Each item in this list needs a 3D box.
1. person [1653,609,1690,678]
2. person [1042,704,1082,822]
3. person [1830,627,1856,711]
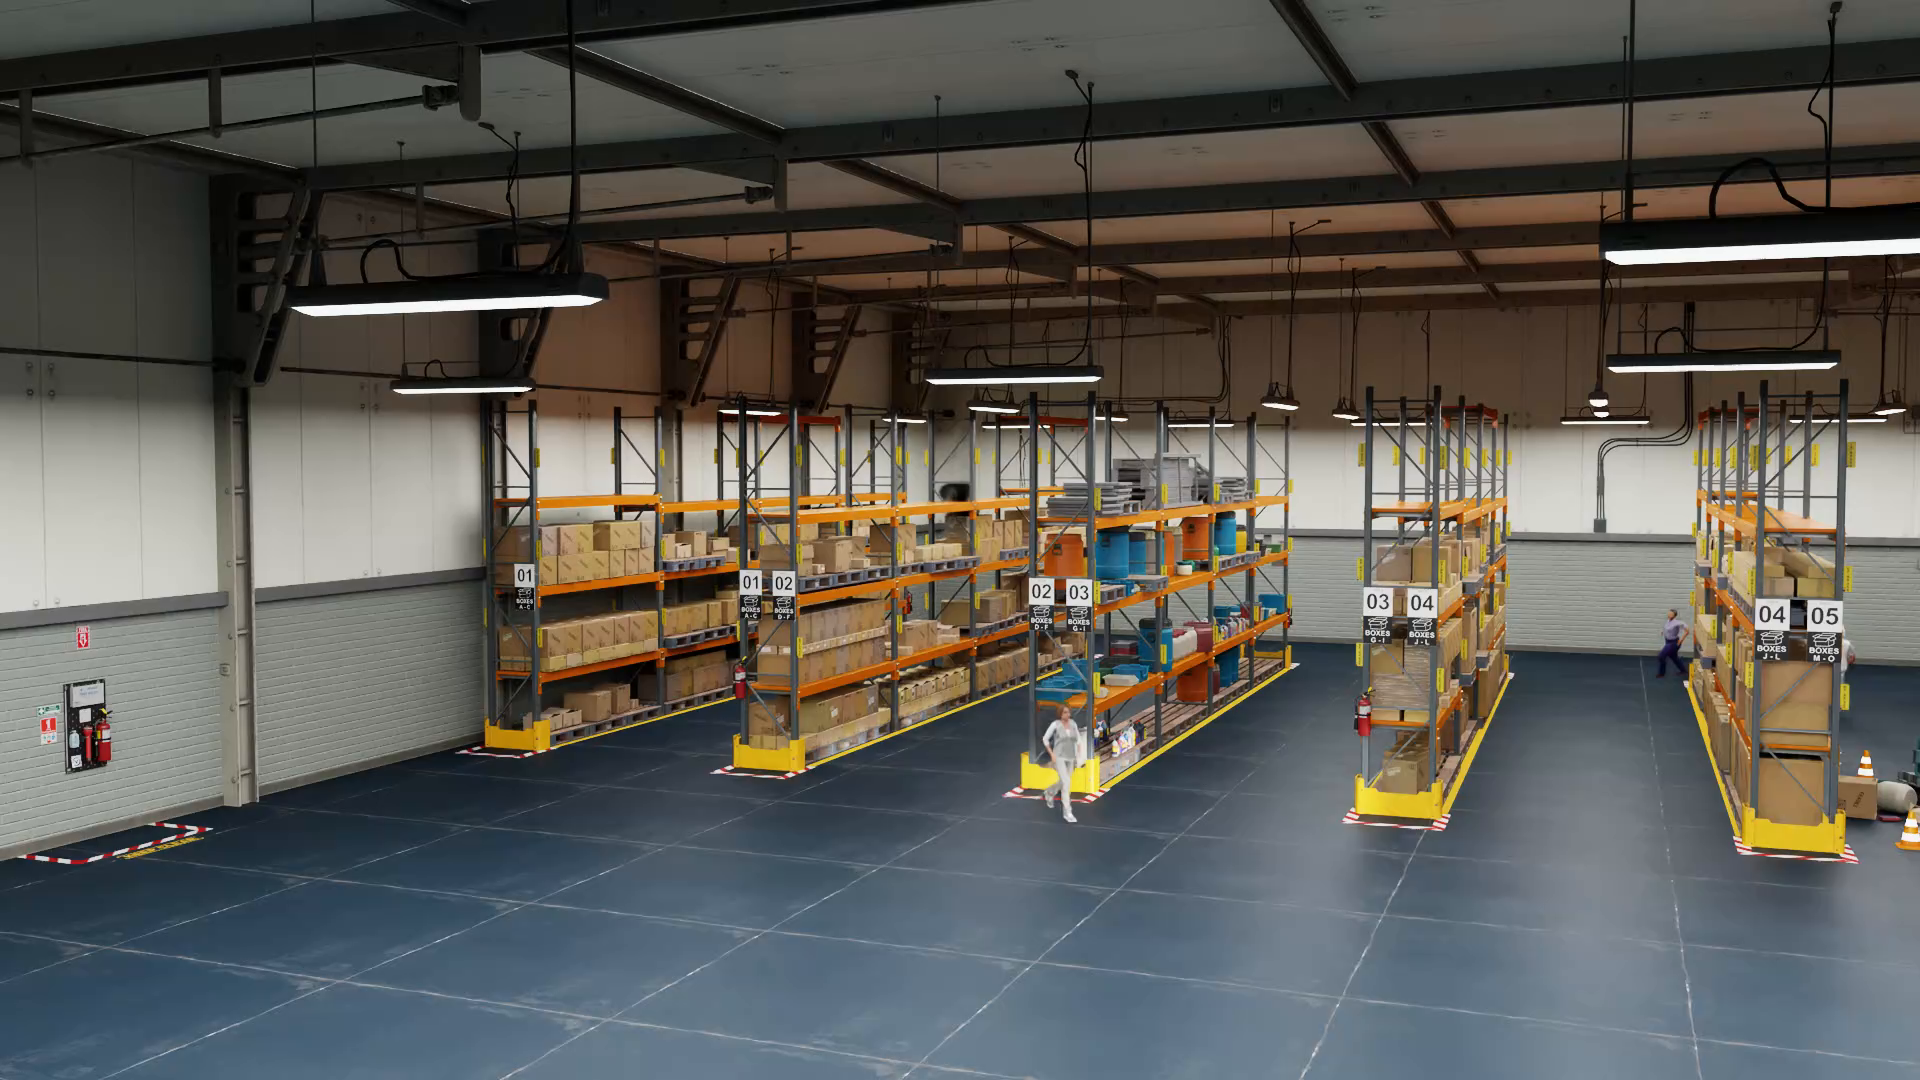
[{"bbox_3d":[16.172,2.372,37.657,0.785,1.645,0.744,0,3,2],"label":"person"},{"bbox_3d":[1.409,3.054,23.059,0.541,1.600,0.805,-2,3,-29],"label":"person"},{"bbox_3d":[17.110,2.529,32.497,0.654,1.743,0.532,1,3,16],"label":"person"}]
